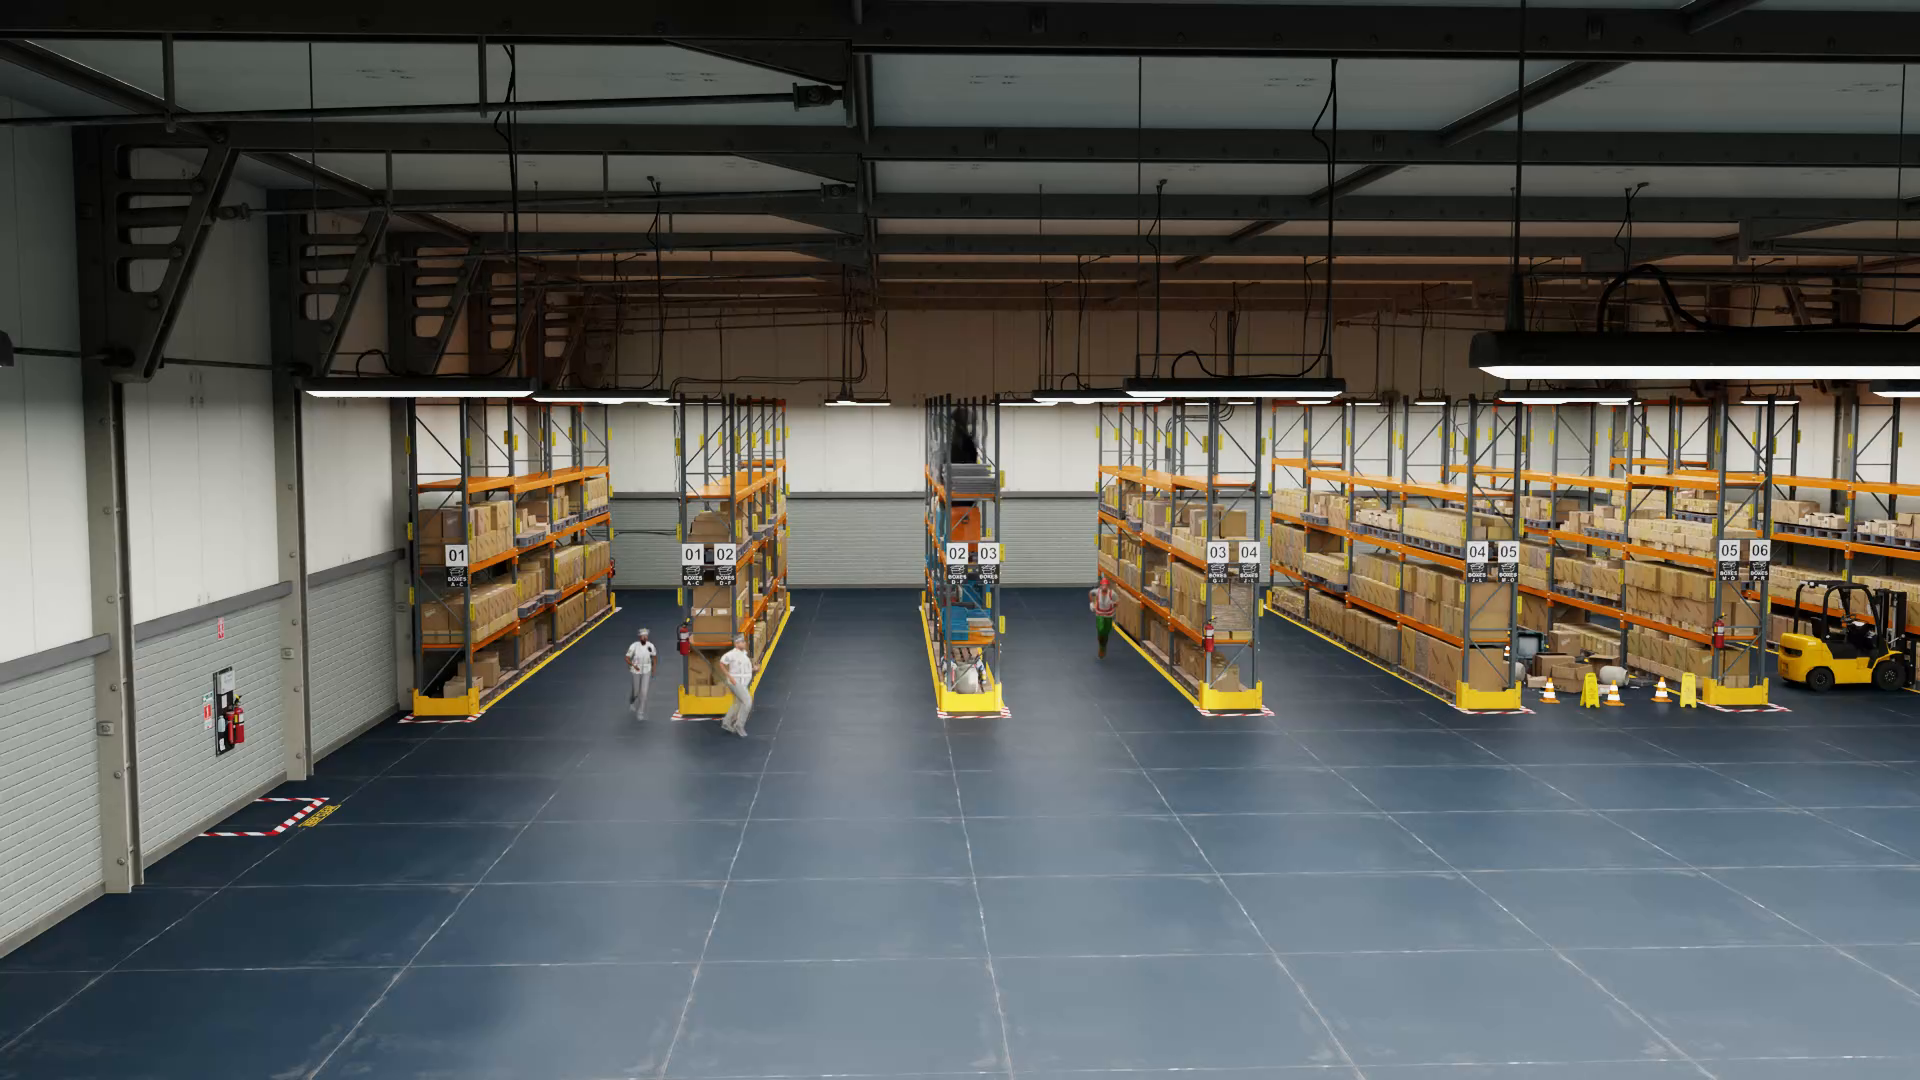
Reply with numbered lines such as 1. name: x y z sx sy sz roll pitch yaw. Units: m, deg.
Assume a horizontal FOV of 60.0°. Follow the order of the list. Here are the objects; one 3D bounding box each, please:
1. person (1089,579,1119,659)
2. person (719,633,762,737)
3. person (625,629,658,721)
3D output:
1. person: 3.177 1.722 36.686 0.644 1.783 0.915 0 5 -1
2. person: -3.862 2.551 29.191 0.763 1.836 0.636 1 5 14
3. person: -5.904 2.470 30.881 0.616 1.683 0.803 -2 5 -22
